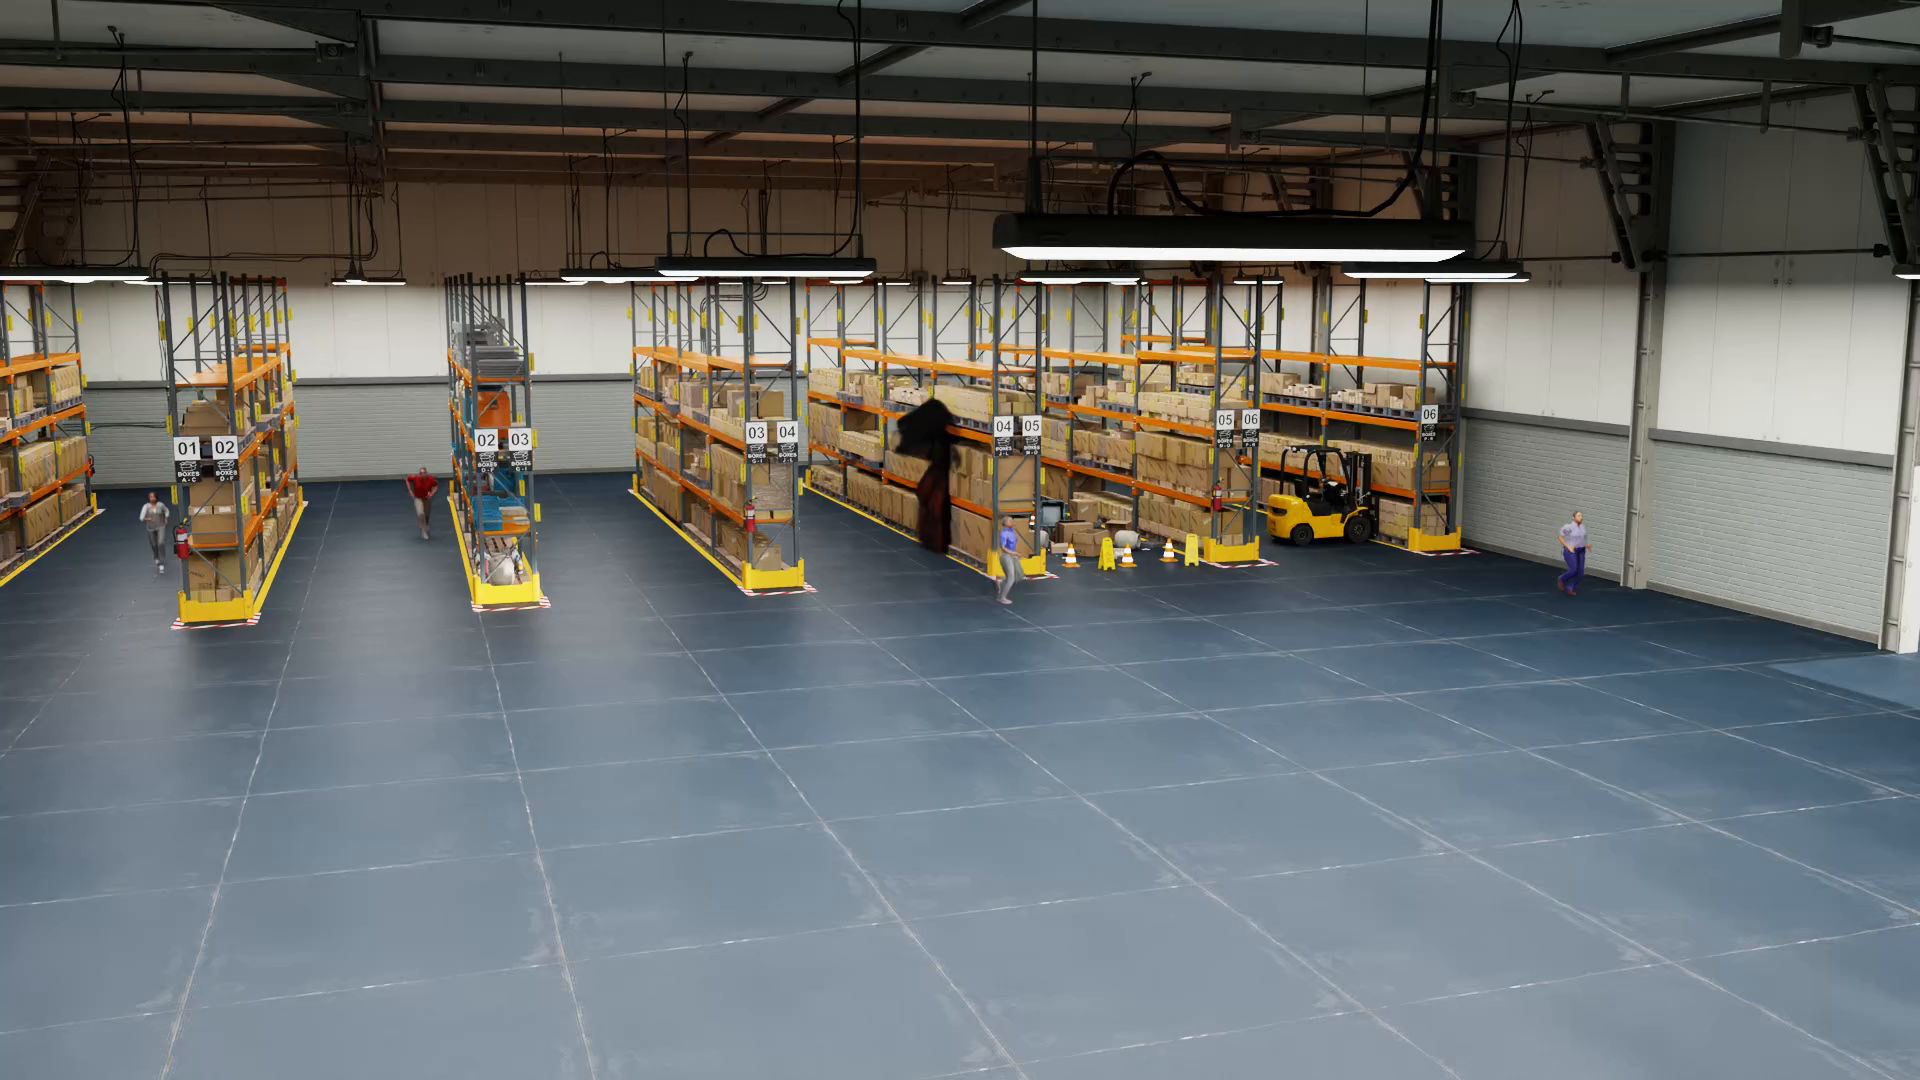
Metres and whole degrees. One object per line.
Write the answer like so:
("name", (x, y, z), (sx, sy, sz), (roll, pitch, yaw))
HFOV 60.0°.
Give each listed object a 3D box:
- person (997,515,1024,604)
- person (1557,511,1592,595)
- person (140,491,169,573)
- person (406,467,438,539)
("person", (0.929, 0.355, 30.447), (0.559, 1.622, 0.577), (4, 9, 24))
("person", (11.527, 0.245, 31.146), (0.583, 1.599, 0.541), (-4, 9, -23))
("person", (-16.391, -0.185, 33.876), (0.530, 1.623, 0.825), (-3, 9, -21))
("person", (-12.490, -0.888, 38.701), (0.705, 1.695, 1.019), (-3, 9, -17))
